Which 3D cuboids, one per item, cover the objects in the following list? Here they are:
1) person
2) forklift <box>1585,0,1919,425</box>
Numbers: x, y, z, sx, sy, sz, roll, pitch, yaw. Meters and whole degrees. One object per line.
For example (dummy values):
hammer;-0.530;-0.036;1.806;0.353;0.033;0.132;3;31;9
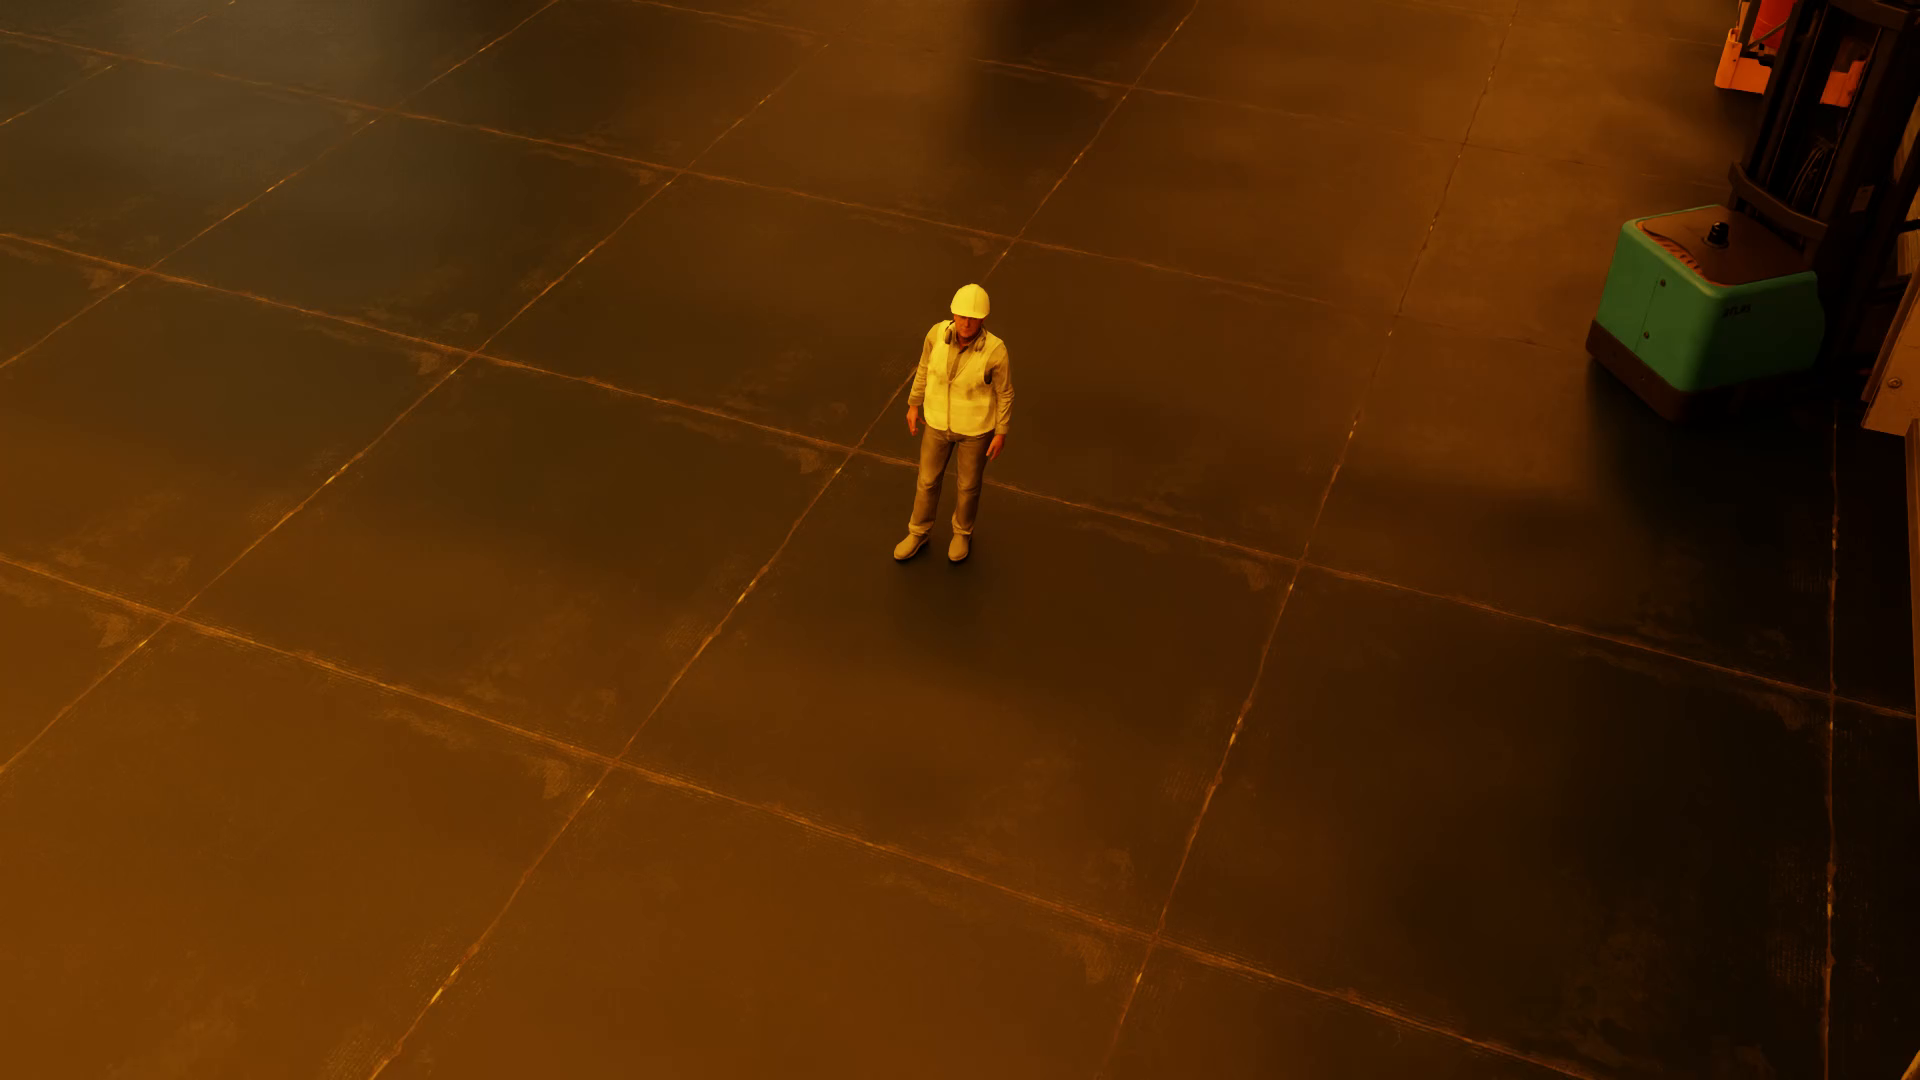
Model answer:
person;-0.031;-0.651;9.674;0.632;1.773;0.568;15;42;17
forklift;6.013;-2.458;10.943;3.031;2.935;1.130;-12;41;-14
